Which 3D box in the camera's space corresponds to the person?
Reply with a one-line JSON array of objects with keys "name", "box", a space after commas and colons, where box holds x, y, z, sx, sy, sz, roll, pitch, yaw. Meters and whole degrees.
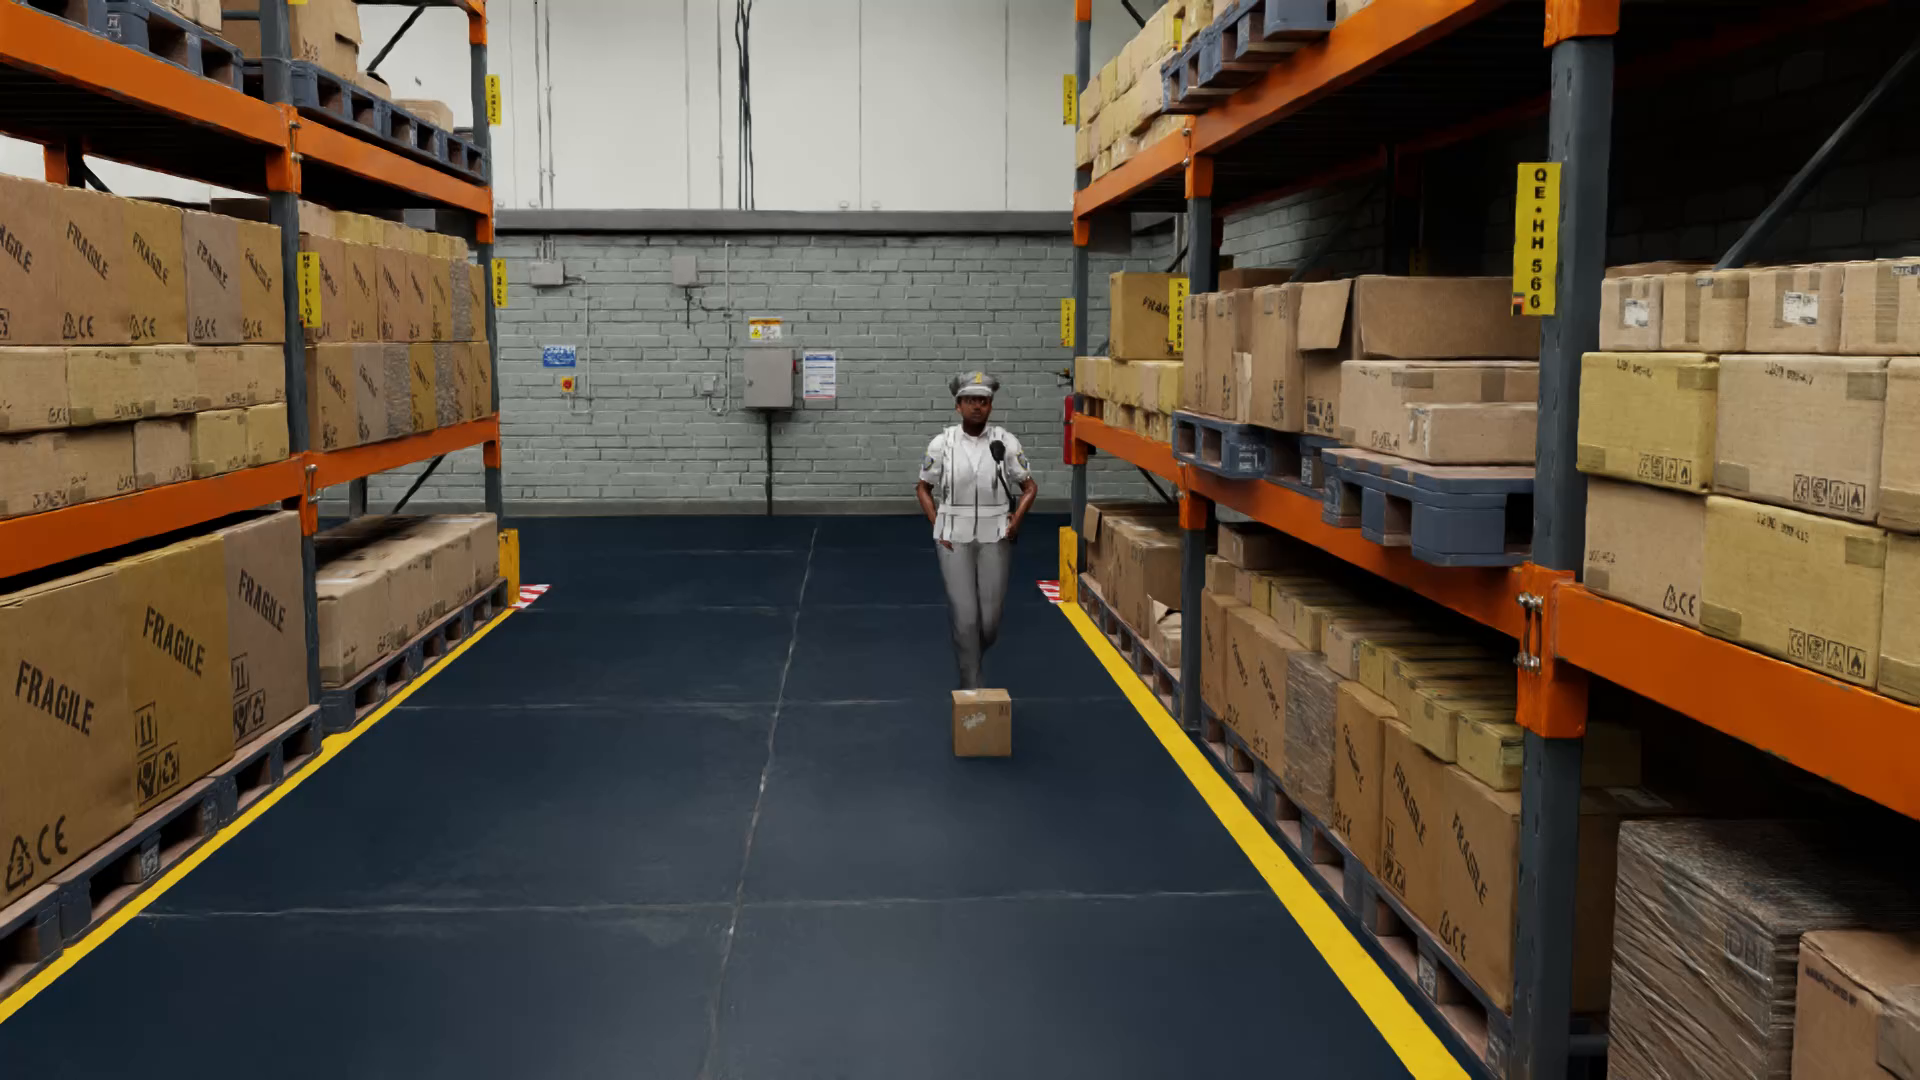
[{"name": "person", "box": [0.084, 0.011, 8.094, 0.593, 1.669, 0.636, 0, 7, -2]}]
